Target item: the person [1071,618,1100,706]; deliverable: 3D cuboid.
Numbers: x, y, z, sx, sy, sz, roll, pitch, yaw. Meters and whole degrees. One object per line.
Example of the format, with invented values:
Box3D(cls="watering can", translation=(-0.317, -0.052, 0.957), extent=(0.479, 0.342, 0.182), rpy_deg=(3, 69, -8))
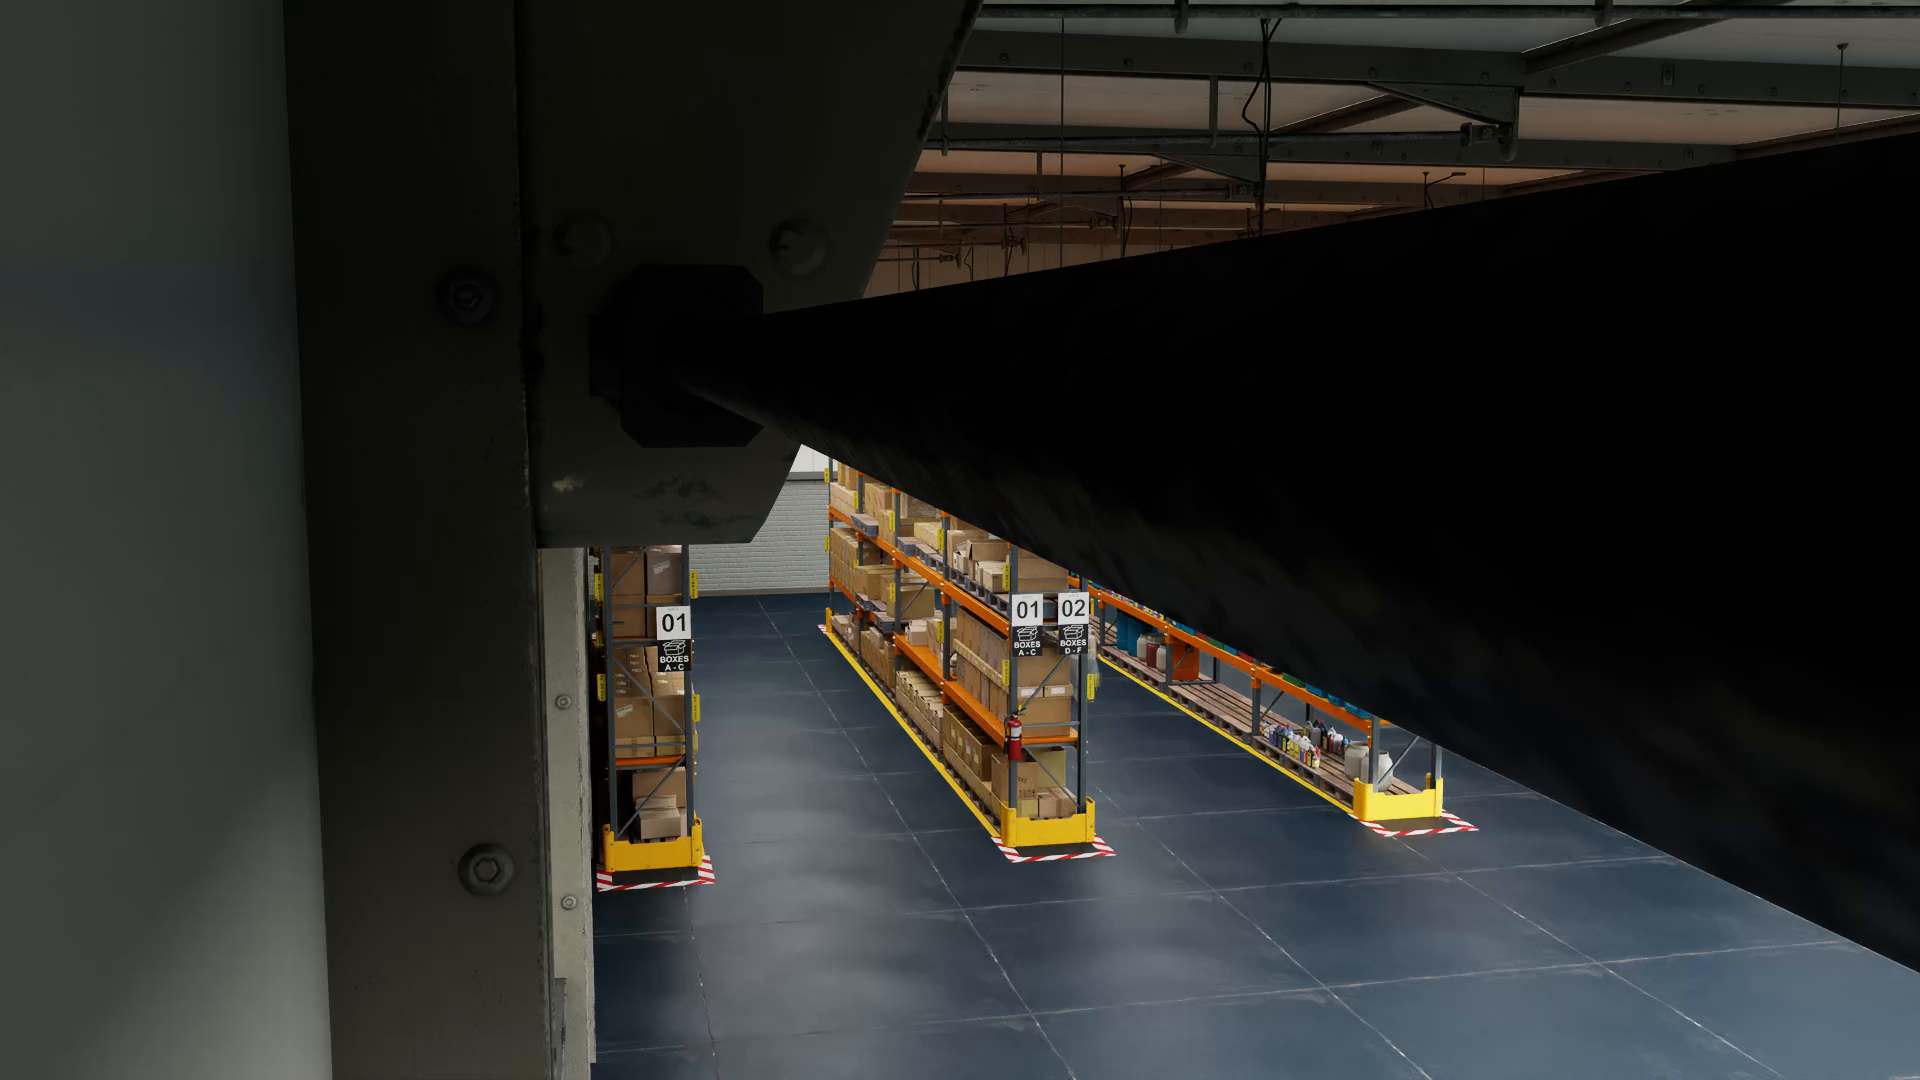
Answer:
Box3D(cls="person", translation=(2.193, 2.089, 28.917), extent=(0.589, 1.647, 0.590), rpy_deg=(-3, 7, -23))
